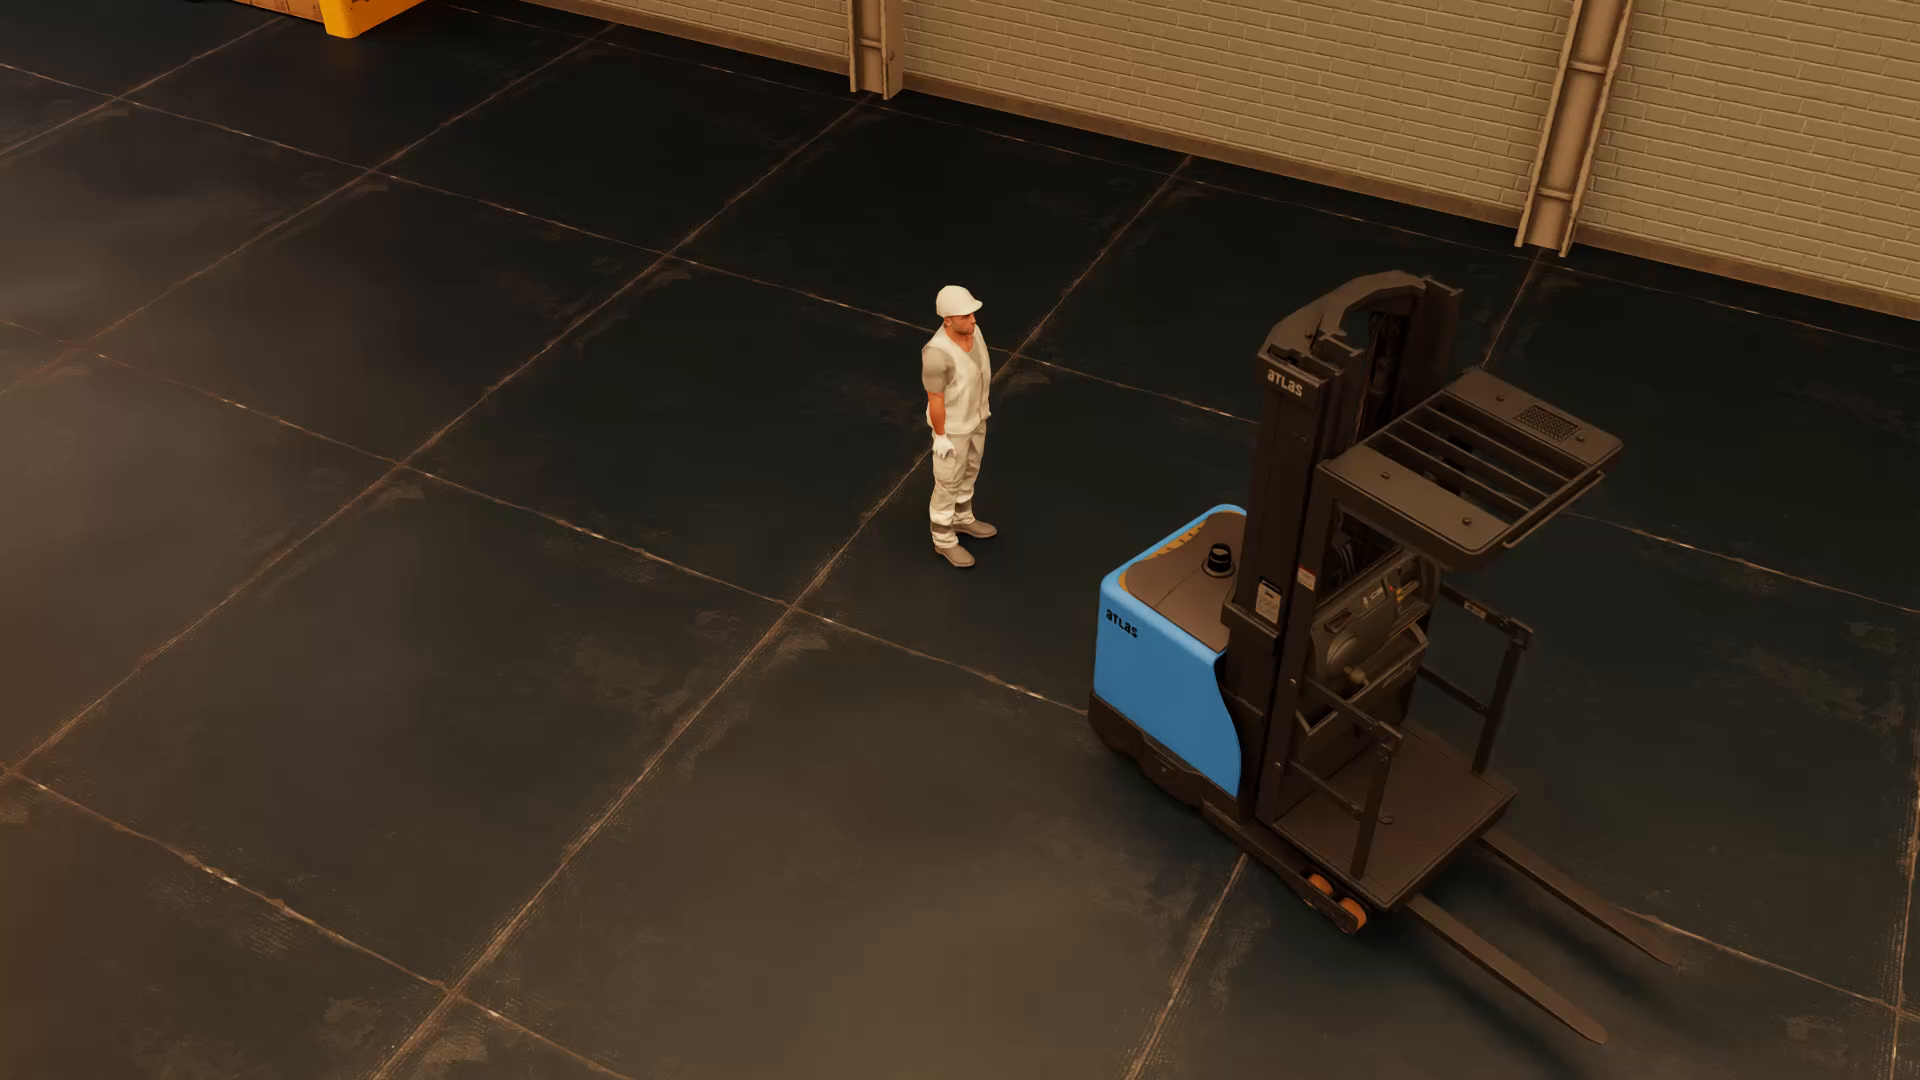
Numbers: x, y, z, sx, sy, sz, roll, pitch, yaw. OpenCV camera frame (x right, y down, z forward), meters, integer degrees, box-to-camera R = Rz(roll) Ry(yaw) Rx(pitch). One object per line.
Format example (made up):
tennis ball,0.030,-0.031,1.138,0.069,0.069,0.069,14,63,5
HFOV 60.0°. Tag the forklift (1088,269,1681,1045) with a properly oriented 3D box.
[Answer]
forklift,2.052,0.395,7.518,1.130,2.935,3.031,-30,49,-31

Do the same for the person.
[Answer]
person,0.014,-0.687,9.689,0.369,1.795,0.536,18,43,21
